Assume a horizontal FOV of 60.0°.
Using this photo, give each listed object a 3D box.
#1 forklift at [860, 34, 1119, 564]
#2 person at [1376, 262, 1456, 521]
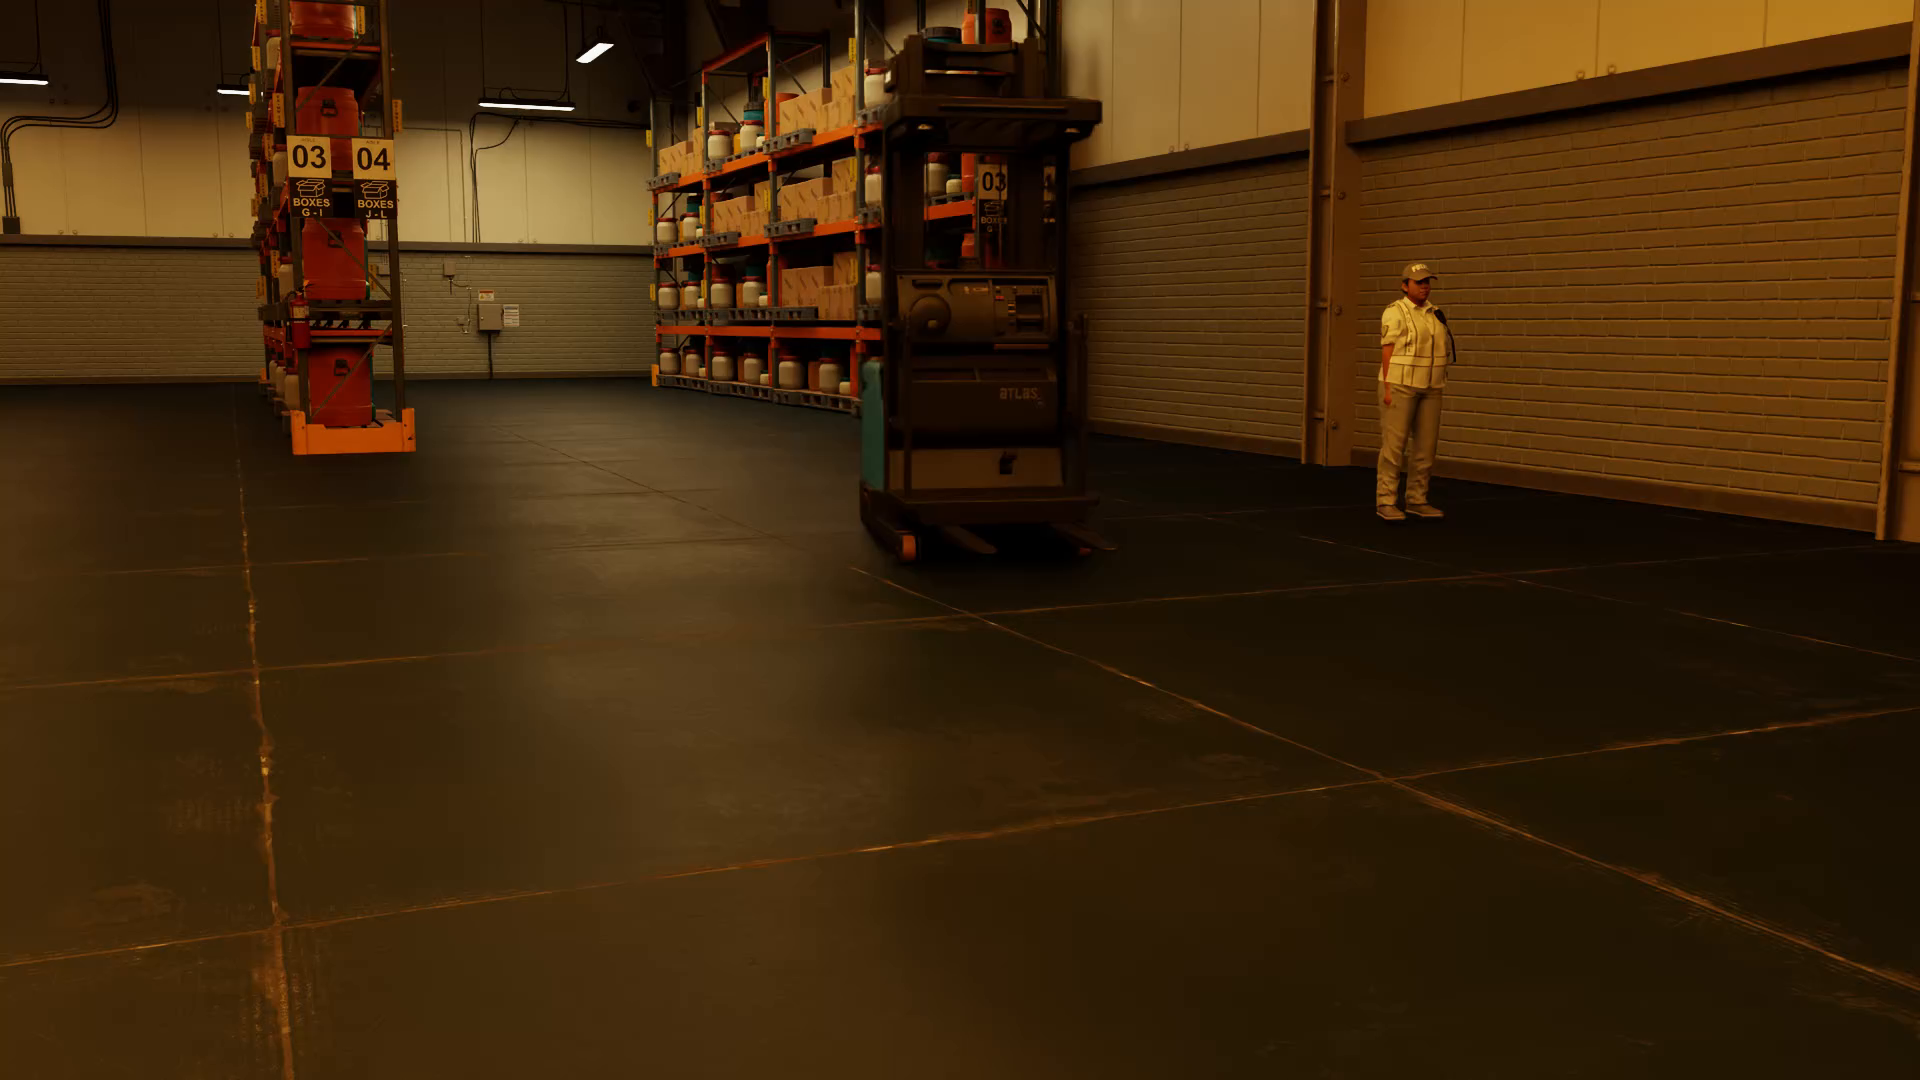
[{"bbox_3d":[0.144,-1.372,9.350,1.130,2.935,3.031,-2,8,-11],"label":"forklift"},{"bbox_3d":[2.969,-0.976,10.908,0.483,1.668,0.394,-4,8,-26],"label":"person"}]
